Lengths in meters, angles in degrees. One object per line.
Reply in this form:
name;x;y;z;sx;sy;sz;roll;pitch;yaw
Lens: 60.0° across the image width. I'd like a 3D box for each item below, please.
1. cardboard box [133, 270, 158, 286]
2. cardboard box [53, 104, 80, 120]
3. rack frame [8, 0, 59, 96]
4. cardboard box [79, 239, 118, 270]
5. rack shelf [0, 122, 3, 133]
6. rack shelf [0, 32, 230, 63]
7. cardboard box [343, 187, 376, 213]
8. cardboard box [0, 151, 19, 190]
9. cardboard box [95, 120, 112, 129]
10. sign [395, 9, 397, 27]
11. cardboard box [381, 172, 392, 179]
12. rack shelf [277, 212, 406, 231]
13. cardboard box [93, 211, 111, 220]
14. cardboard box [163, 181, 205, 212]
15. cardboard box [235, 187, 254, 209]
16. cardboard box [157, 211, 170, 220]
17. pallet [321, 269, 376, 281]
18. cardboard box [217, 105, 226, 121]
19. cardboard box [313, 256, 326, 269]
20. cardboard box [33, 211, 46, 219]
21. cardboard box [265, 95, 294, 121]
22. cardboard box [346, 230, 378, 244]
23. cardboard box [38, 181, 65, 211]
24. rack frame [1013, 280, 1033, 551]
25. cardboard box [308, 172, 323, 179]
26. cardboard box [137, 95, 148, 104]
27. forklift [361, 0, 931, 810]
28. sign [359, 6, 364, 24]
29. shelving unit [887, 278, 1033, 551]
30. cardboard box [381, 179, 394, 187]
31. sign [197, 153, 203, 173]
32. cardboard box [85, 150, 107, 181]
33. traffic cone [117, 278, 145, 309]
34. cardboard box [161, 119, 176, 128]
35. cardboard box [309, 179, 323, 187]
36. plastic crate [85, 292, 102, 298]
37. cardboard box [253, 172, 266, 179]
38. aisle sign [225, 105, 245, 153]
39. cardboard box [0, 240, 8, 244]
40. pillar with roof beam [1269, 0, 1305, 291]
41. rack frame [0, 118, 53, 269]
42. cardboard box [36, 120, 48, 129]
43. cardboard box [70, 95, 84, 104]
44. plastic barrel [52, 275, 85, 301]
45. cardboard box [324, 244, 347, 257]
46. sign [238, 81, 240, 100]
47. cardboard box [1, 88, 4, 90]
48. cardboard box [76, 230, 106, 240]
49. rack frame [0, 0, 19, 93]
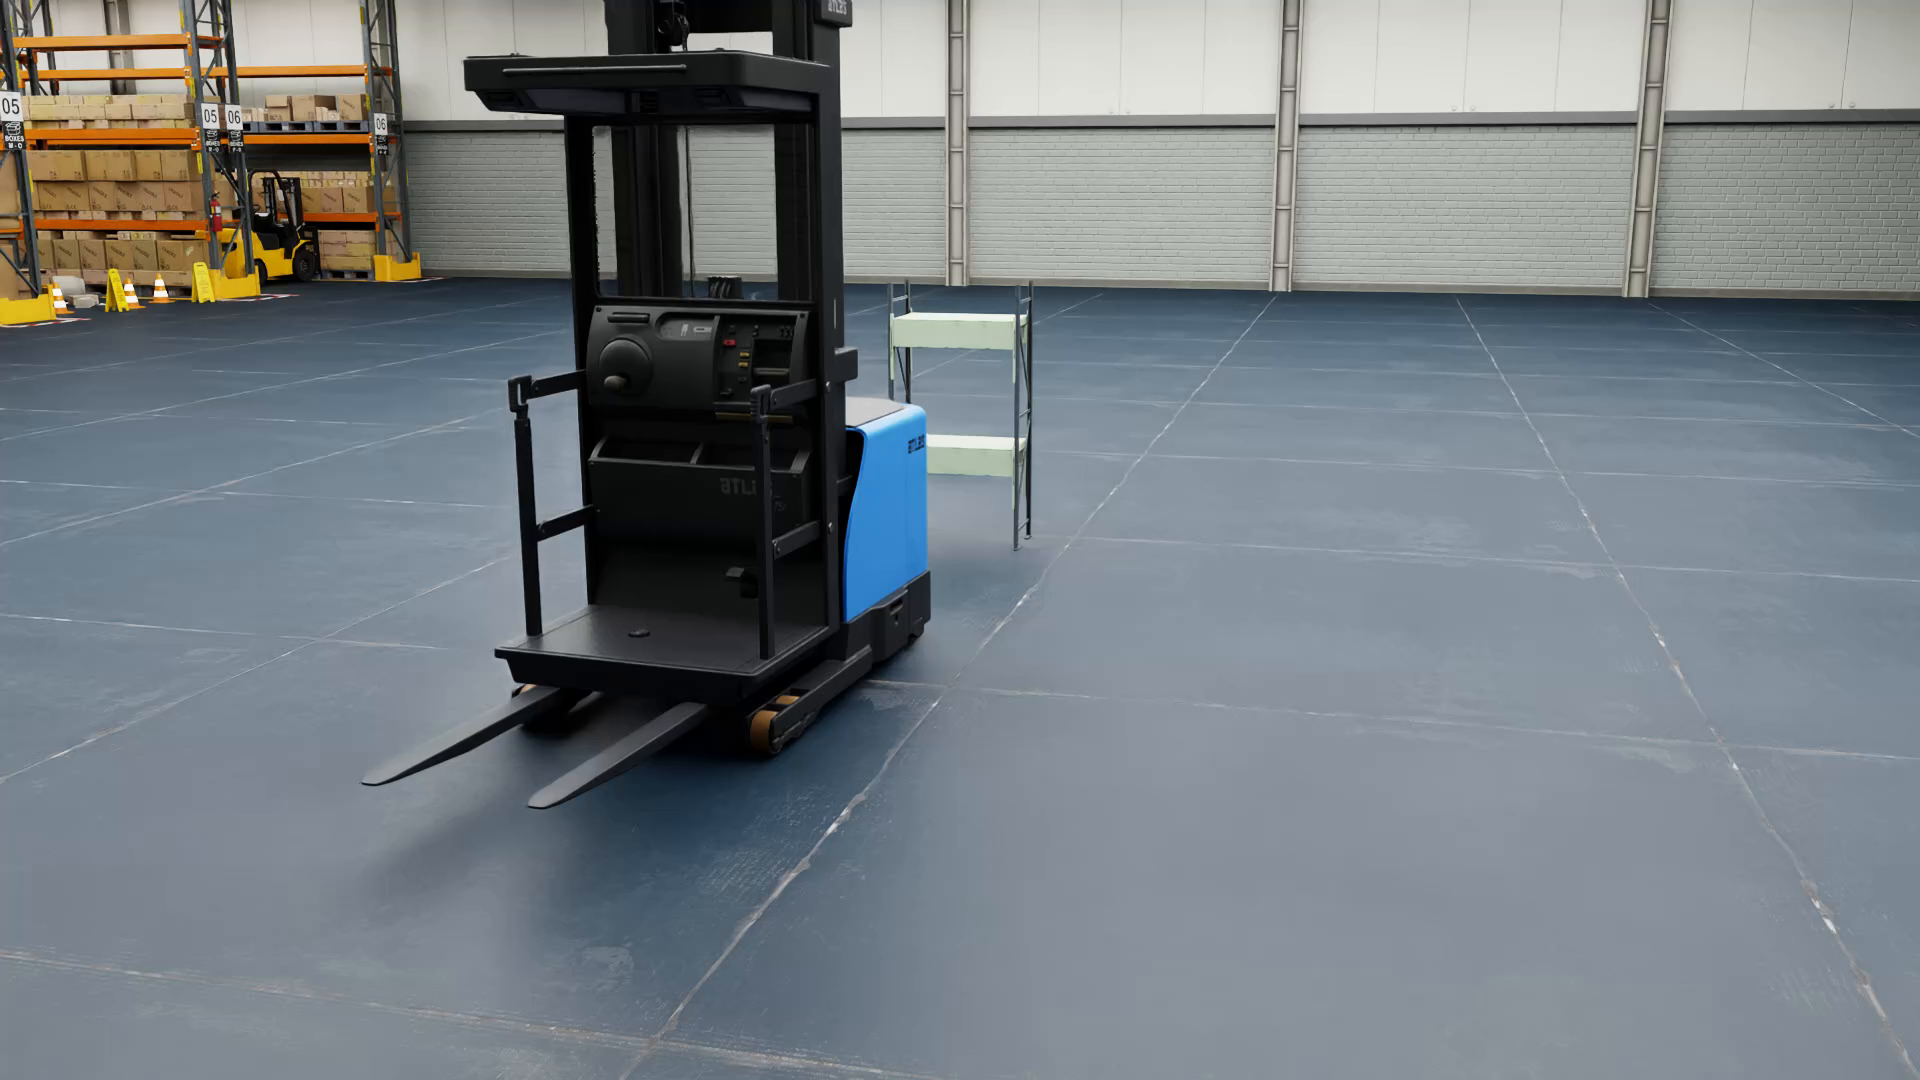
cardboard box;-13.768;-4.505;28.494;0.500;0.250;0.500;3;13;14
cardboard box;-14.953;-7.239;28.170;0.500;0.250;0.500;3;13;14
rack frame;-18.999;-10.017;34.106;0.127;3.000;1.000;3;13;14
cardboard box;-14.767;-4.925;28.655;0.500;0.500;0.500;4;13;16
rack shelf;-15.447;-5.800;23.685;4.000;0.370;1.077;3;13;14
rack shelf;-14.359;-8.309;28.076;4.000;0.370;1.077;3;13;14
cardboard box;-11.773;-6.692;32.740;0.500;0.500;0.500;3;13;12
cardboard box;-13.856;-5.211;23.454;0.550;0.550;0.875;3;13;14
cardboard box;-14.333;-7.001;28.017;0.250;0.149;0.380;3;13;13
sign;-11.093;-10.251;32.641;0.005;0.325;0.100;3;13;14
cardboard box;-11.507;-7.246;33.053;0.250;0.149;0.380;3;13;12
rack shelf;-13.174;-6.425;33.431;4.000;0.370;1.077;3;13;14
cardboard box;-14.581;-5.554;28.424;0.250;0.149;0.380;3;13;13
cardboard box;-13.010;-5.793;28.002;0.500;0.500;0.500;3;13;13
cardboard box;-14.237;-6.828;33.352;0.500;0.500;0.500;3;13;15
cardboard box;-13.348;-5.488;28.126;0.250;0.149;0.380;3;13;13
pallet;-11.984;-5.343;33.326;1.213;0.211;1.003;3;13;14
cardboard box;-12.842;-7.247;28.209;0.500;0.250;0.500;3;13;13
cardboard box;-12.728;-5.549;33.199;0.500;0.250;0.500;3;13;14
cardboard box;-15.814;-5.628;28.755;0.250;0.149;0.380;3;13;15
cardboard box;-13.249;-8.526;32.873;0.637;0.503;0.797;3;13;15
cardboard box;-11.754;-5.982;32.841;0.500;0.250;0.500;4;13;15
cardboard box;-15.448;-5.928;28.609;0.500;0.500;0.500;3;13;13
rack frame;0.362;-0.713;9.484;0.023;1.500;0.400;3;13;14
cardboard box;-12.641;-7.191;32.804;0.250;0.149;0.380;3;13;15
cardboard box;-13.544;-7.370;27.842;0.250;0.149;0.380;3;13;14
forklift;-1.092;-0.734;6.276;1.130;2.935;3.031;4;13;18
sign;-11.376;-9.983;31.614;0.005;0.325;0.100;3;13;14
shelving unit;0.006;-0.732;9.570;0.755;1.500;0.431;3;13;14
cardboard box;-11.499;-7.111;33.129;0.250;0.149;0.380;3;13;12
sign;-12.570;-6.233;27.498;0.005;0.325;0.100;3;13;14
cardboard box;-14.426;-6.379;28.336;0.500;0.500;0.700;3;13;13
traffic cone;-13.080;-3.890;26.200;0.334;0.463;0.336;3;13;14
cardboard box;-13.080;-6.936;27.727;0.250;0.149;0.380;3;13;14
cardboard box;-12.637;-7.050;32.856;0.250;0.149;0.380;3;13;12
plastic crate;-14.973;-4.157;28.287;0.583;0.080;0.402;-1;13;-6
cardboard box;-13.868;-7.264;33.132;0.250;0.149;0.380;3;13;13
aisle sign;-12.283;-6.960;28.177;0.004;0.787;0.394;3;13;14
cardboard box;-19.944;-6.078;35.004;0.500;0.500;0.500;3;13;13
pillar with roof beam;4.752;-7.988;24.962;0.400;9.000;9.100;3;13;14
rack frame;-16.301;-5.836;29.115;0.127;3.000;1.000;3;13;14
cardboard box;-15.549;-7.095;28.444;0.250;0.149;0.380;3;13;14
cardboard box;-14.796;-7.426;28.095;0.250;0.149;0.380;3;13;13
plastic barrel;-14.786;-4.160;27.507;0.512;0.421;0.421;-9;15;-35
cardboard box;-12.264;-5.767;33.028;0.500;0.250;0.500;3;13;13
sign;-12.288;-7.634;28.274;0.005;0.325;0.100;3;13;14
cardboard box;-16.894;-7.680;28.722;0.500;0.250;0.500;3;13;15
cardboard box;-14.924;-5.236;28.557;0.250;0.149;0.380;4;13;17
rack frame;-13.505;-7.512;22.814;0.127;3.000;1.000;3;13;14
